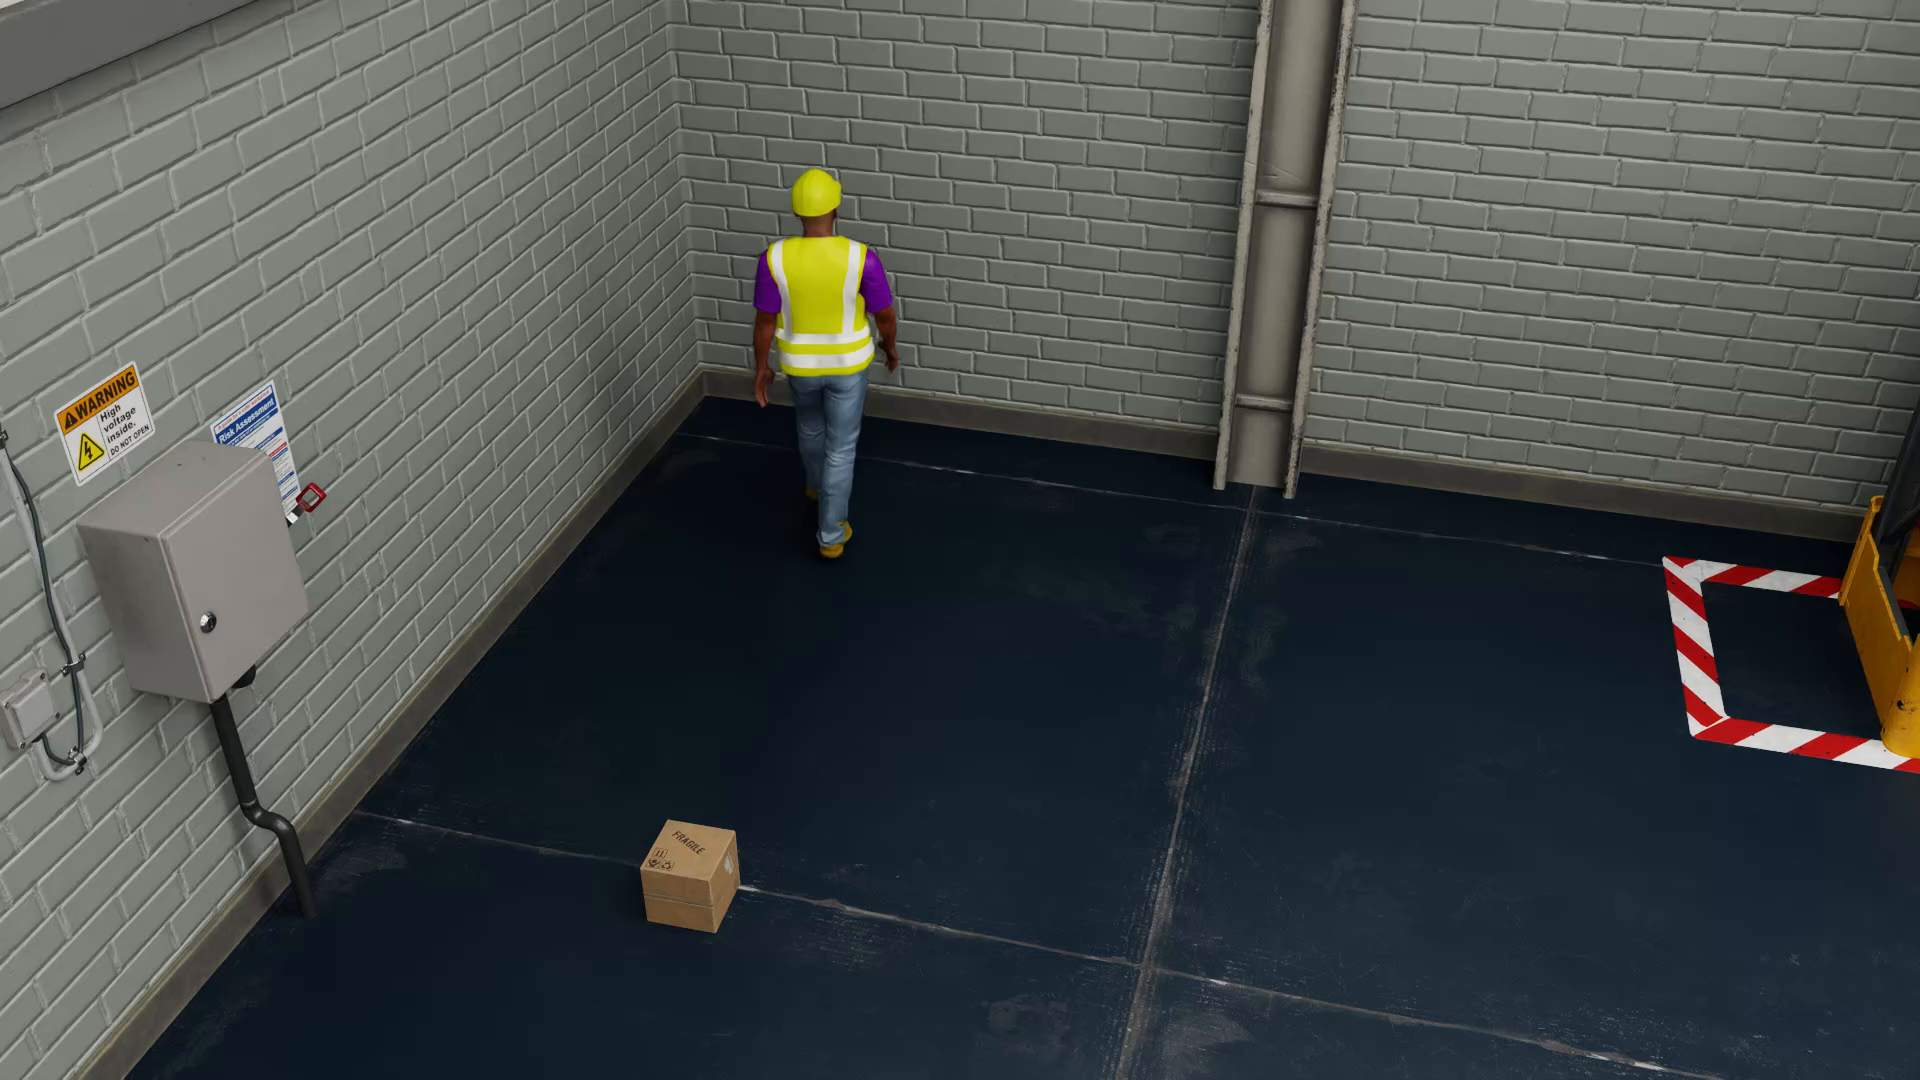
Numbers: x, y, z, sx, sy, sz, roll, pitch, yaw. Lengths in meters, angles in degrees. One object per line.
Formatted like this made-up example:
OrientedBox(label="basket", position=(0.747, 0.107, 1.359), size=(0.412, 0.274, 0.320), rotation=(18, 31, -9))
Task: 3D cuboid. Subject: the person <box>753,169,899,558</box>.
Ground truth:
OrientedBox(label="person", position=(-0.580, -0.805, 7.388), size=(0.615, 1.799, 0.758), rotation=(3, 33, 5))
